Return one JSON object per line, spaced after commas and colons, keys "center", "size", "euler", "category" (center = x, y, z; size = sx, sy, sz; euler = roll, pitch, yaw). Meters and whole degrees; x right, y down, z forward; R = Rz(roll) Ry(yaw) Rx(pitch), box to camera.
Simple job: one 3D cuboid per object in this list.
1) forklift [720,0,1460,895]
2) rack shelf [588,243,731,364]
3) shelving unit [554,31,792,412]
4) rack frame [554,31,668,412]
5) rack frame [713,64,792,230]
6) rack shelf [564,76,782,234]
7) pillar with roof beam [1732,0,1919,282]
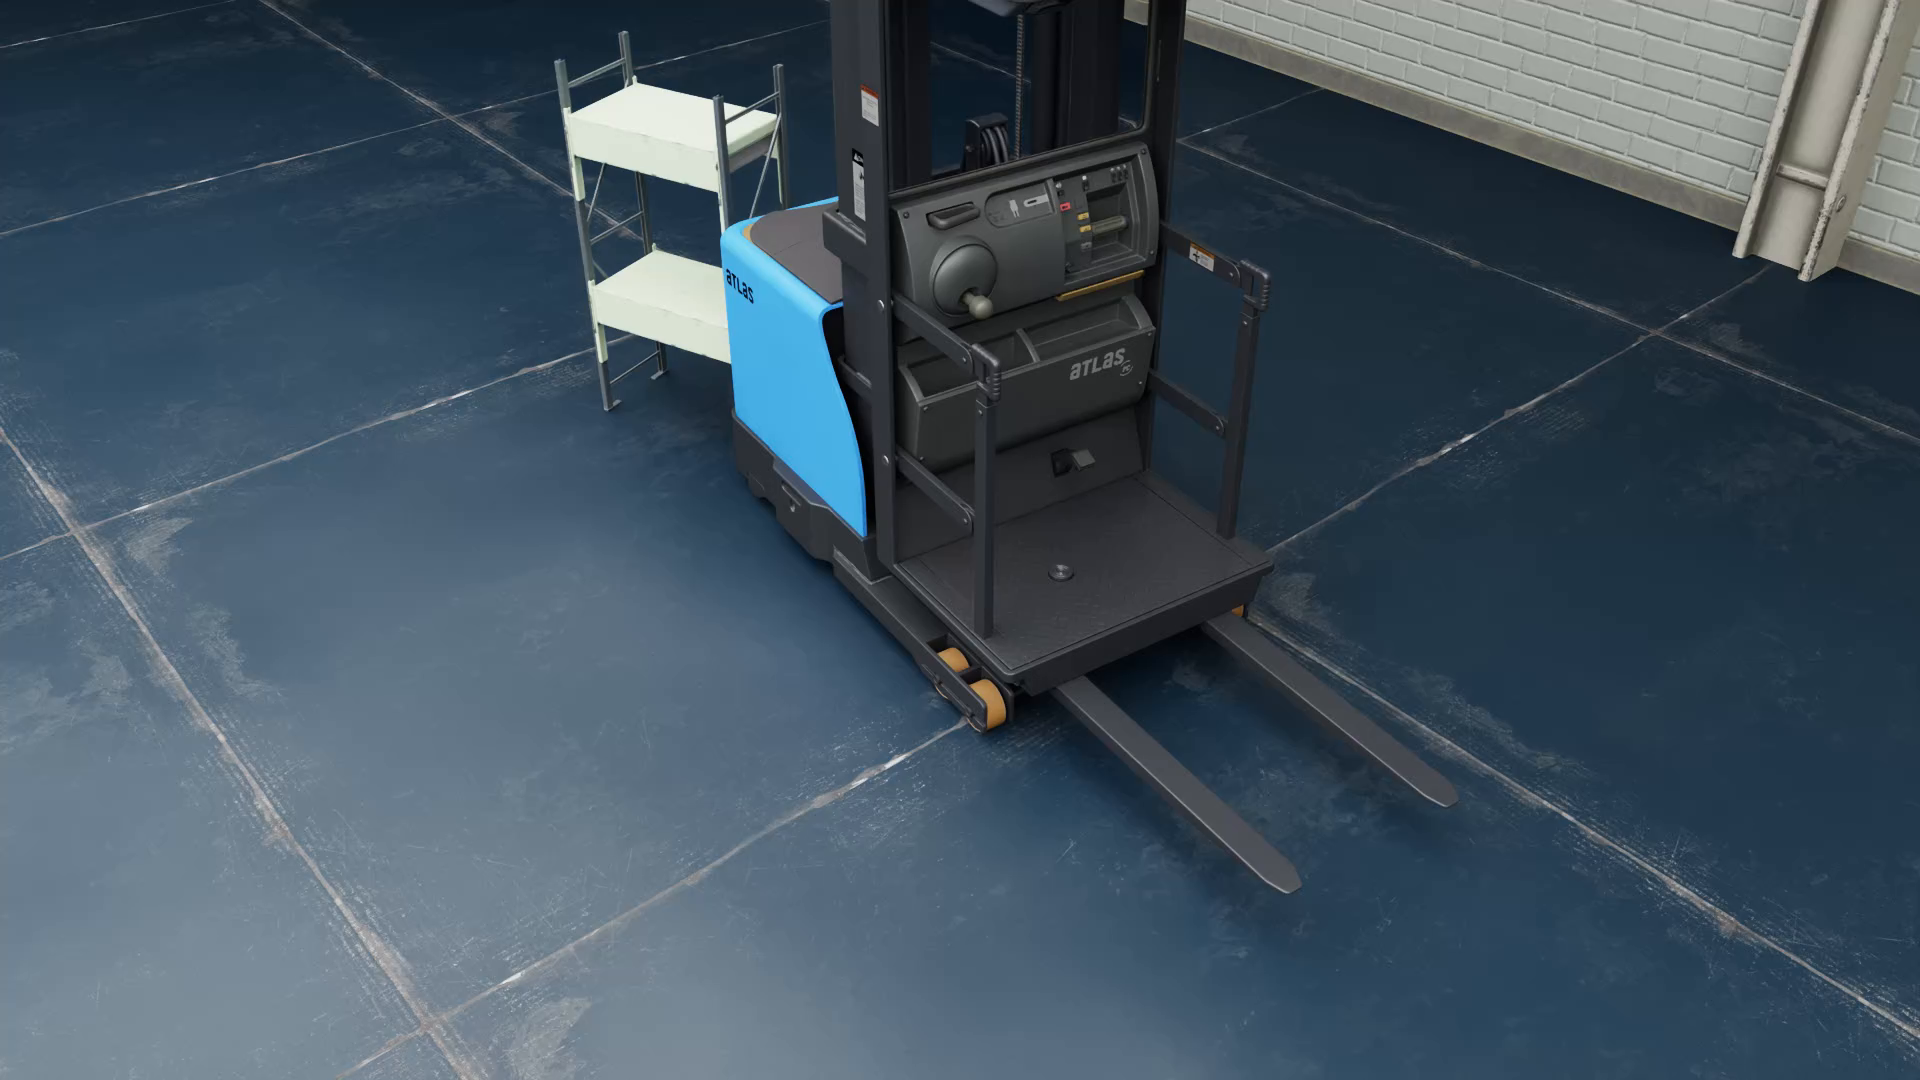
{"center": [0.342, -0.892, 4.973], "size": [1.130, 2.935, 3.031], "euler": [-21, 40, -26], "category": "forklift"}
{"center": [-1.077, -0.883, 6.763], "size": [0.720, 0.370, 0.431], "euler": [19, 39, 24], "category": "rack shelf"}
{"center": [-1.077, -1.149, 6.575], "size": [0.755, 1.500, 0.431], "euler": [19, 39, 24], "category": "shelving unit"}
{"center": [-1.392, -1.256, 6.726], "size": [0.023, 1.500, 0.400], "euler": [19, 39, 24], "category": "rack frame"}
{"center": [-0.761, -1.042, 6.423], "size": [0.023, 1.500, 0.400], "euler": [19, 39, 24], "category": "rack frame"}
{"center": [-1.077, -1.467, 6.349], "size": [0.720, 0.370, 0.431], "euler": [19, 39, 24], "category": "rack shelf"}
{"center": [0.783, -3.452, 3.338], "size": [9.100, 9.000, 0.400], "euler": [-26, 43, -32], "category": "pillar with roof beam"}
